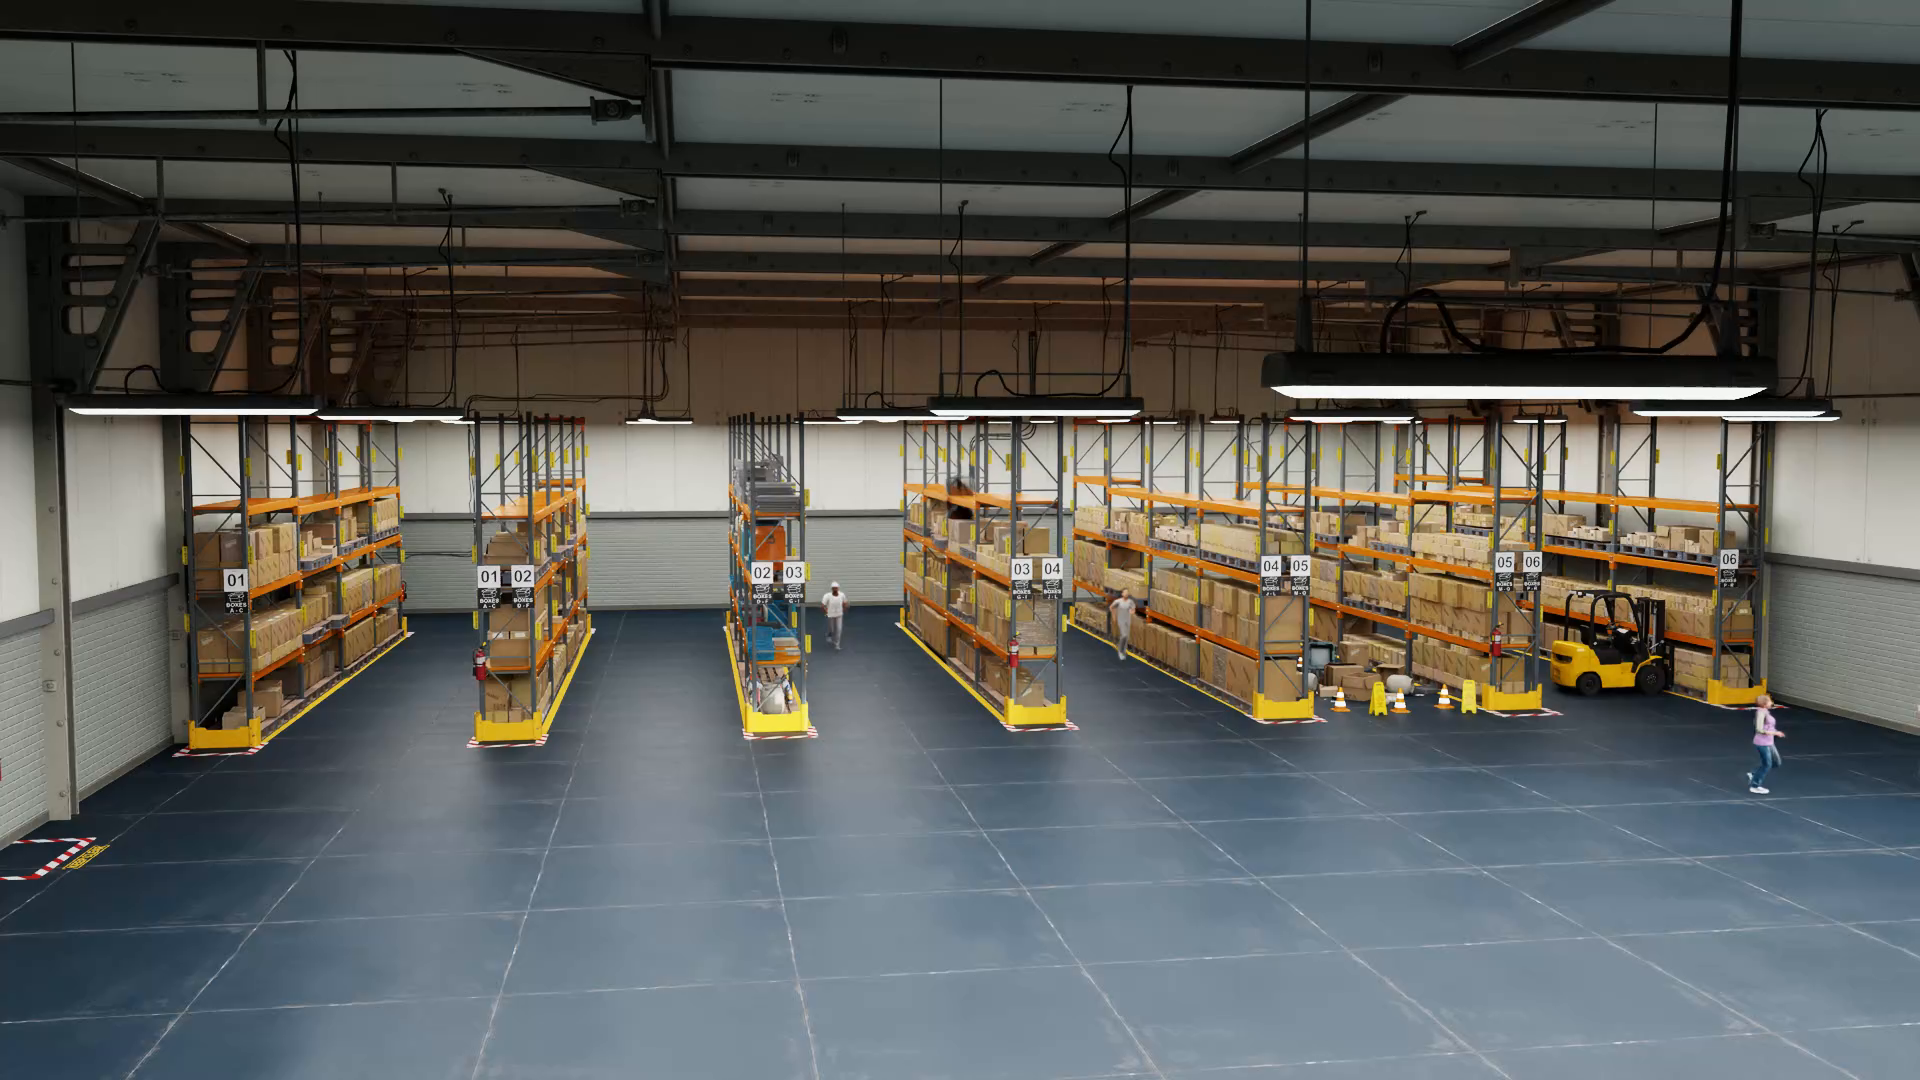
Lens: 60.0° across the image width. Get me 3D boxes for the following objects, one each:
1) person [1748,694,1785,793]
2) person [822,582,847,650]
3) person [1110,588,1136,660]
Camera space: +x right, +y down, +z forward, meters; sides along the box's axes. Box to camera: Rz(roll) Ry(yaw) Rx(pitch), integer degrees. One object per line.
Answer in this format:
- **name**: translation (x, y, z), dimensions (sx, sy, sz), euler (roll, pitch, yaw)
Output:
- **person**: translation (12.577, 3.182, 25.908), dimensions (0.536, 1.543, 0.526), euler (3, 5, 35)
- **person**: translation (-3.235, 1.943, 42.904), dimensions (0.689, 1.733, 0.784), euler (-1, 4, -17)
- **person**: translation (3.853, 1.959, 38.944), dimensions (0.551, 1.686, 0.609), euler (-1, 4, -18)
